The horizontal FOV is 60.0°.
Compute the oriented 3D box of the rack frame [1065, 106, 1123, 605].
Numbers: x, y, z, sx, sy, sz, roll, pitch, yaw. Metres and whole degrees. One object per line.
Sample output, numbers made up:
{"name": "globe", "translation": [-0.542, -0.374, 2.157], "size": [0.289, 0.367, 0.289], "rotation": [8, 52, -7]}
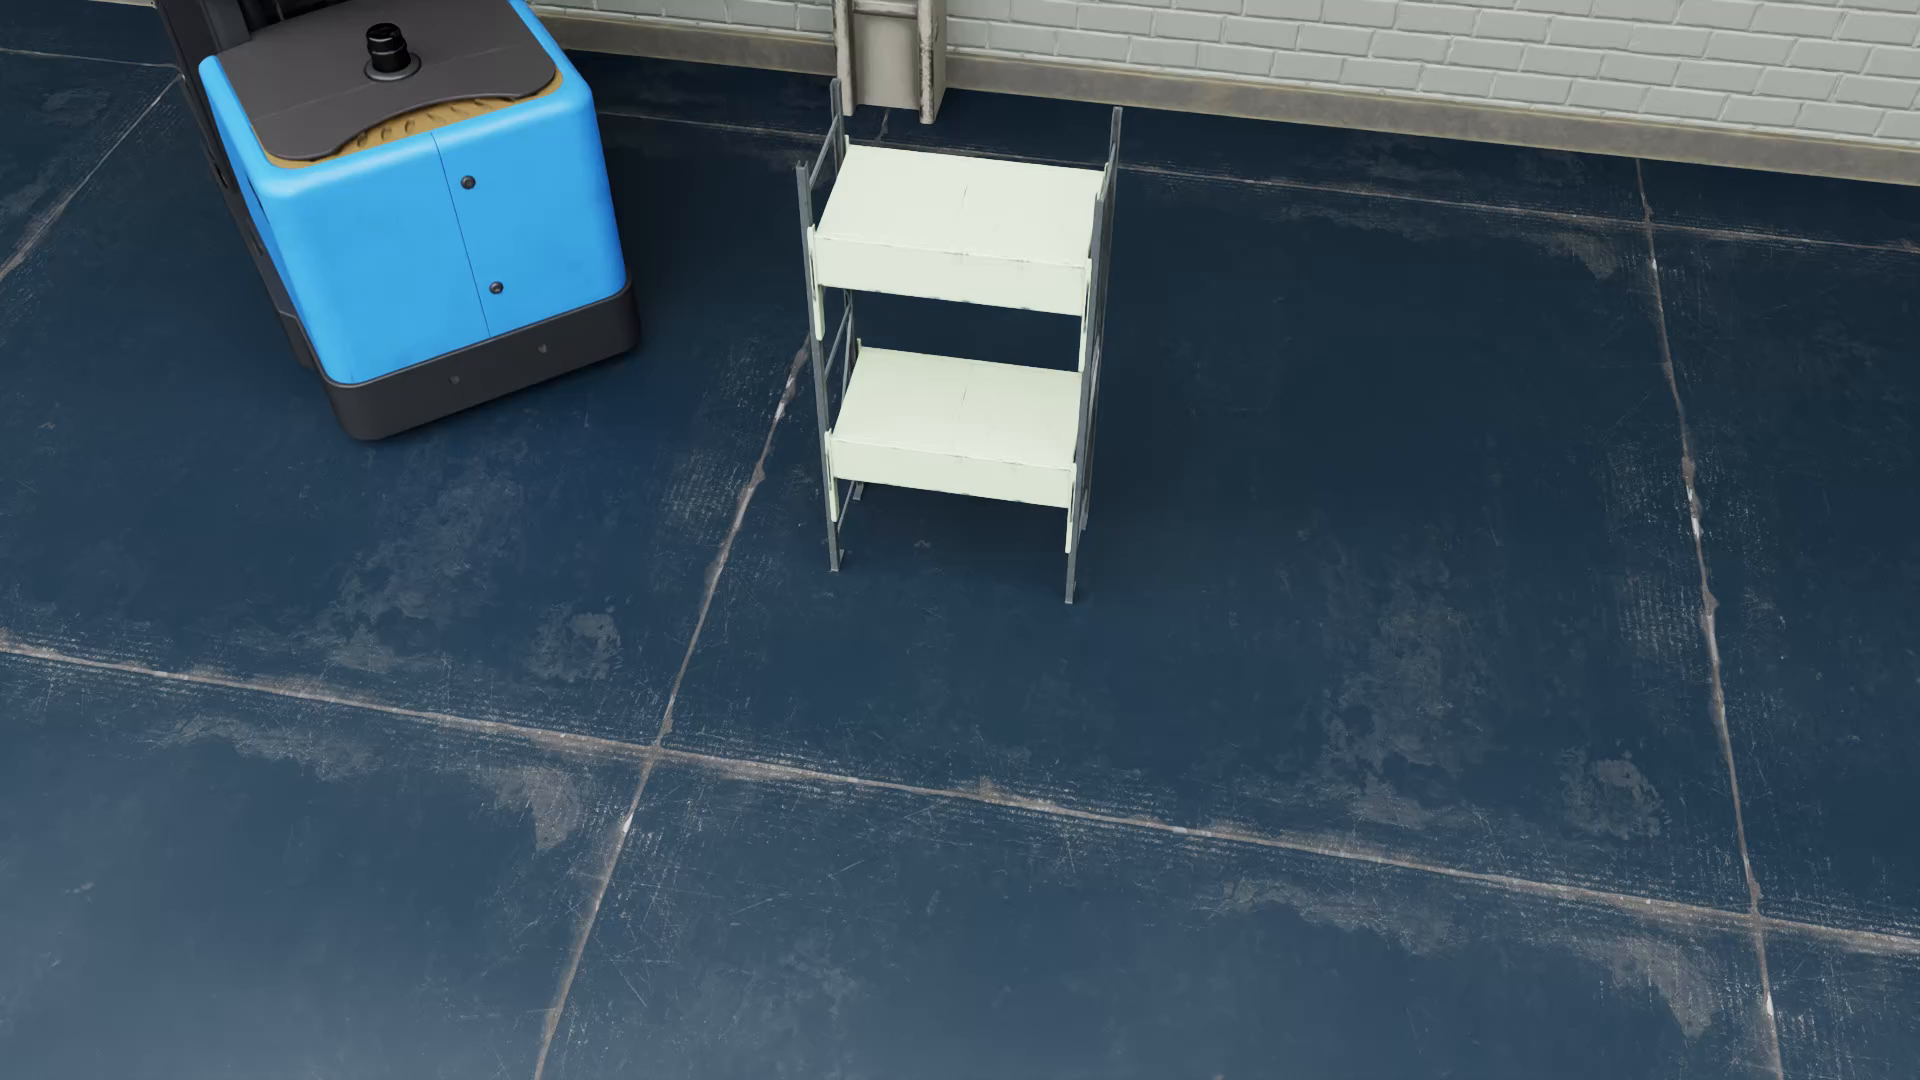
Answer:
{"name": "rack frame", "translation": [0.367, -0.452, 4.648], "size": [0.023, 1.500, 0.400], "rotation": [8, 49, 7]}

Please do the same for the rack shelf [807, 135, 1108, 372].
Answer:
{"name": "rack shelf", "translation": [0.007, -0.761, 4.401], "size": [0.720, 0.370, 0.431], "rotation": [8, 49, 7]}

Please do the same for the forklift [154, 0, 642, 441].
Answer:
{"name": "forklift", "translation": [-2.283, -2.397, 5.434], "size": [1.130, 2.935, 3.031], "rotation": [-23, 52, -20]}

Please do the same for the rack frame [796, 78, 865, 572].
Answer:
{"name": "rack frame", "translation": [-0.354, -0.549, 4.735], "size": [0.023, 1.500, 0.400], "rotation": [8, 49, 7]}

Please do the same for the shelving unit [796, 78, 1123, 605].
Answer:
{"name": "shelving unit", "translation": [0.007, -0.500, 4.691], "size": [0.755, 1.500, 0.431], "rotation": [8, 49, 7]}

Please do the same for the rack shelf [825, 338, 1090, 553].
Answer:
{"name": "rack shelf", "translation": [0.007, -0.283, 4.934], "size": [0.720, 0.370, 0.431], "rotation": [8, 49, 7]}

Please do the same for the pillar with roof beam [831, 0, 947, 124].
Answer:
{"name": "pillar with roof beam", "translation": [-1.042, -1.689, 0.718], "size": [0.400, 9.000, 9.100], "rotation": [8, 49, 7]}
